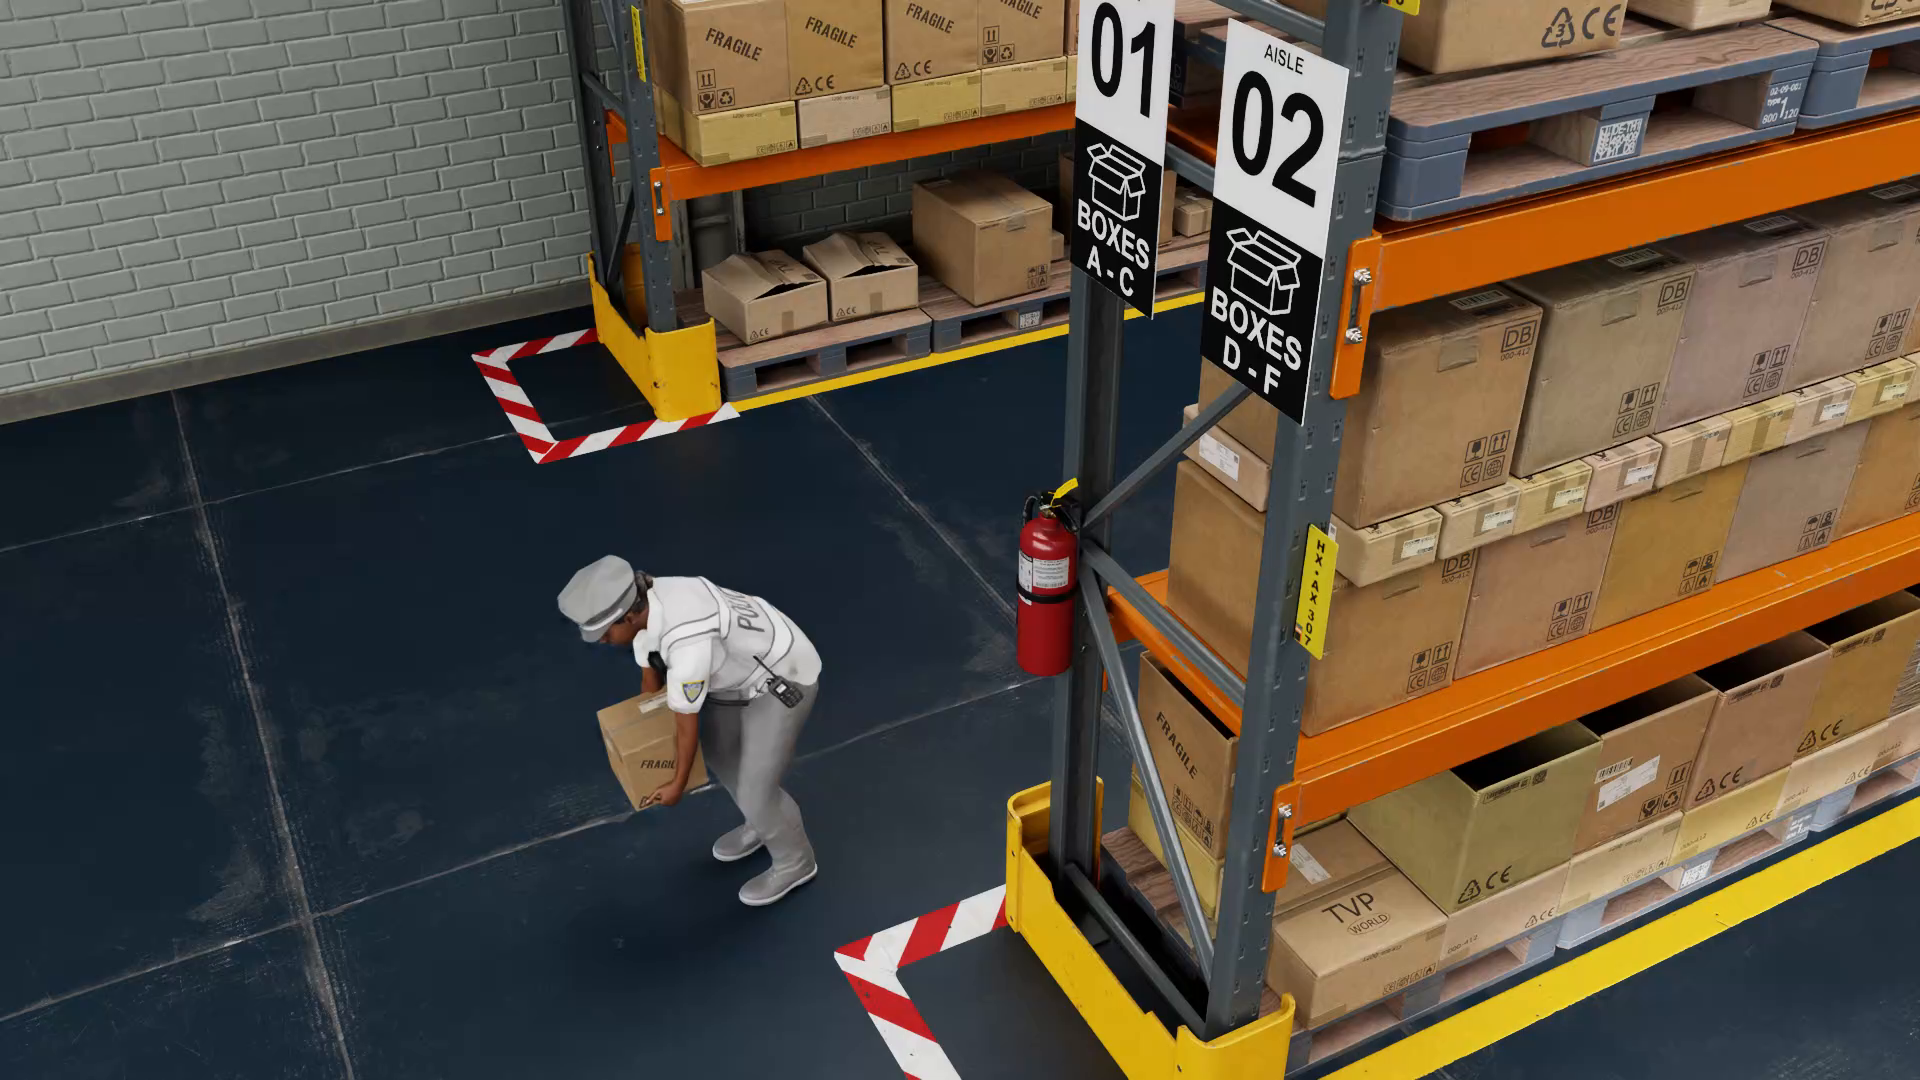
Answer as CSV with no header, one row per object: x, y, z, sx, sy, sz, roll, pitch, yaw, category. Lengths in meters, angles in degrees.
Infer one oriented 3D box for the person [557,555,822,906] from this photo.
-0.841,0.609,5.438,0.810,1.422,0.414,-18,37,-25,person
